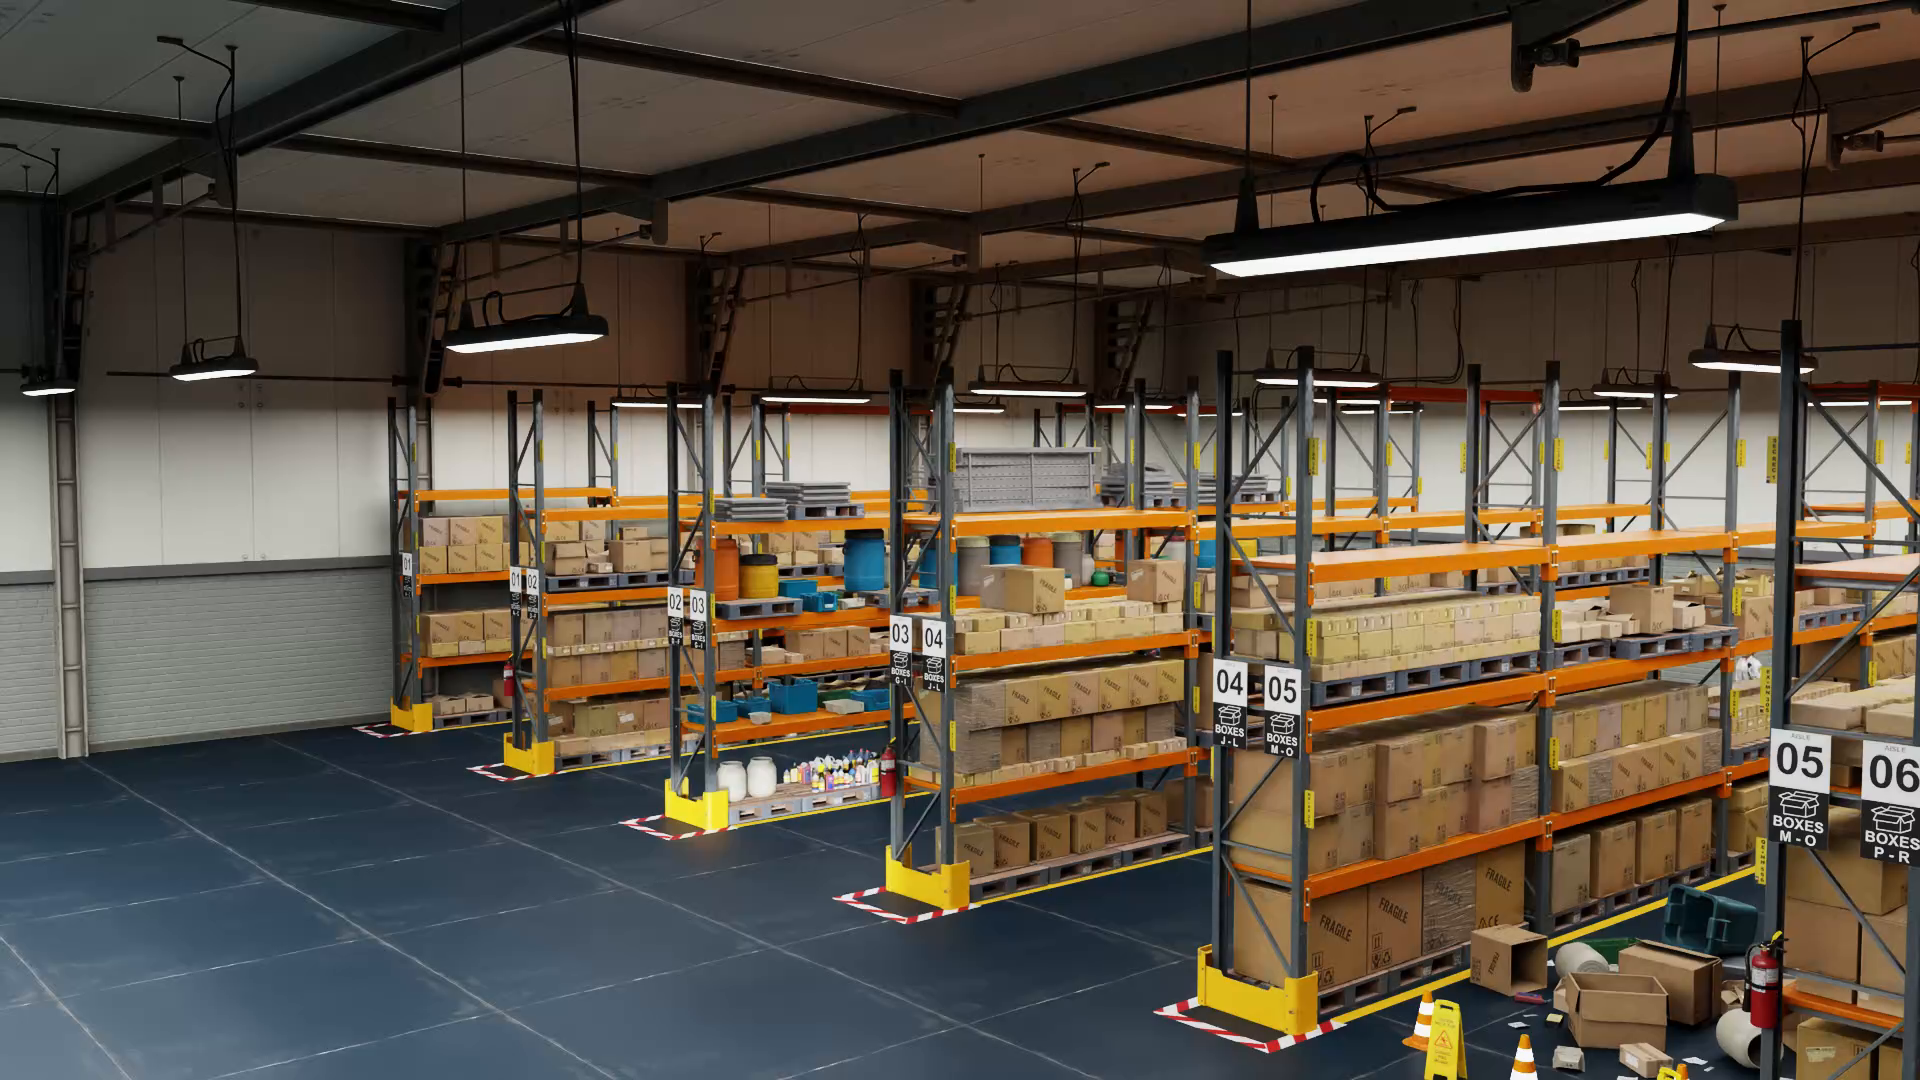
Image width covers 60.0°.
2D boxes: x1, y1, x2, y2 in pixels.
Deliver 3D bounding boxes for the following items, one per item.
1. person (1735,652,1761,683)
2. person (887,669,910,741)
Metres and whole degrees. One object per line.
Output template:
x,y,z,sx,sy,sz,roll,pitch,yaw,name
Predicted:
13.801,2.639,29.112,0.360,1.699,0.529,-3,4,-39,person
-1.036,2.825,26.673,0.509,1.619,0.421,-2,4,-35,person
